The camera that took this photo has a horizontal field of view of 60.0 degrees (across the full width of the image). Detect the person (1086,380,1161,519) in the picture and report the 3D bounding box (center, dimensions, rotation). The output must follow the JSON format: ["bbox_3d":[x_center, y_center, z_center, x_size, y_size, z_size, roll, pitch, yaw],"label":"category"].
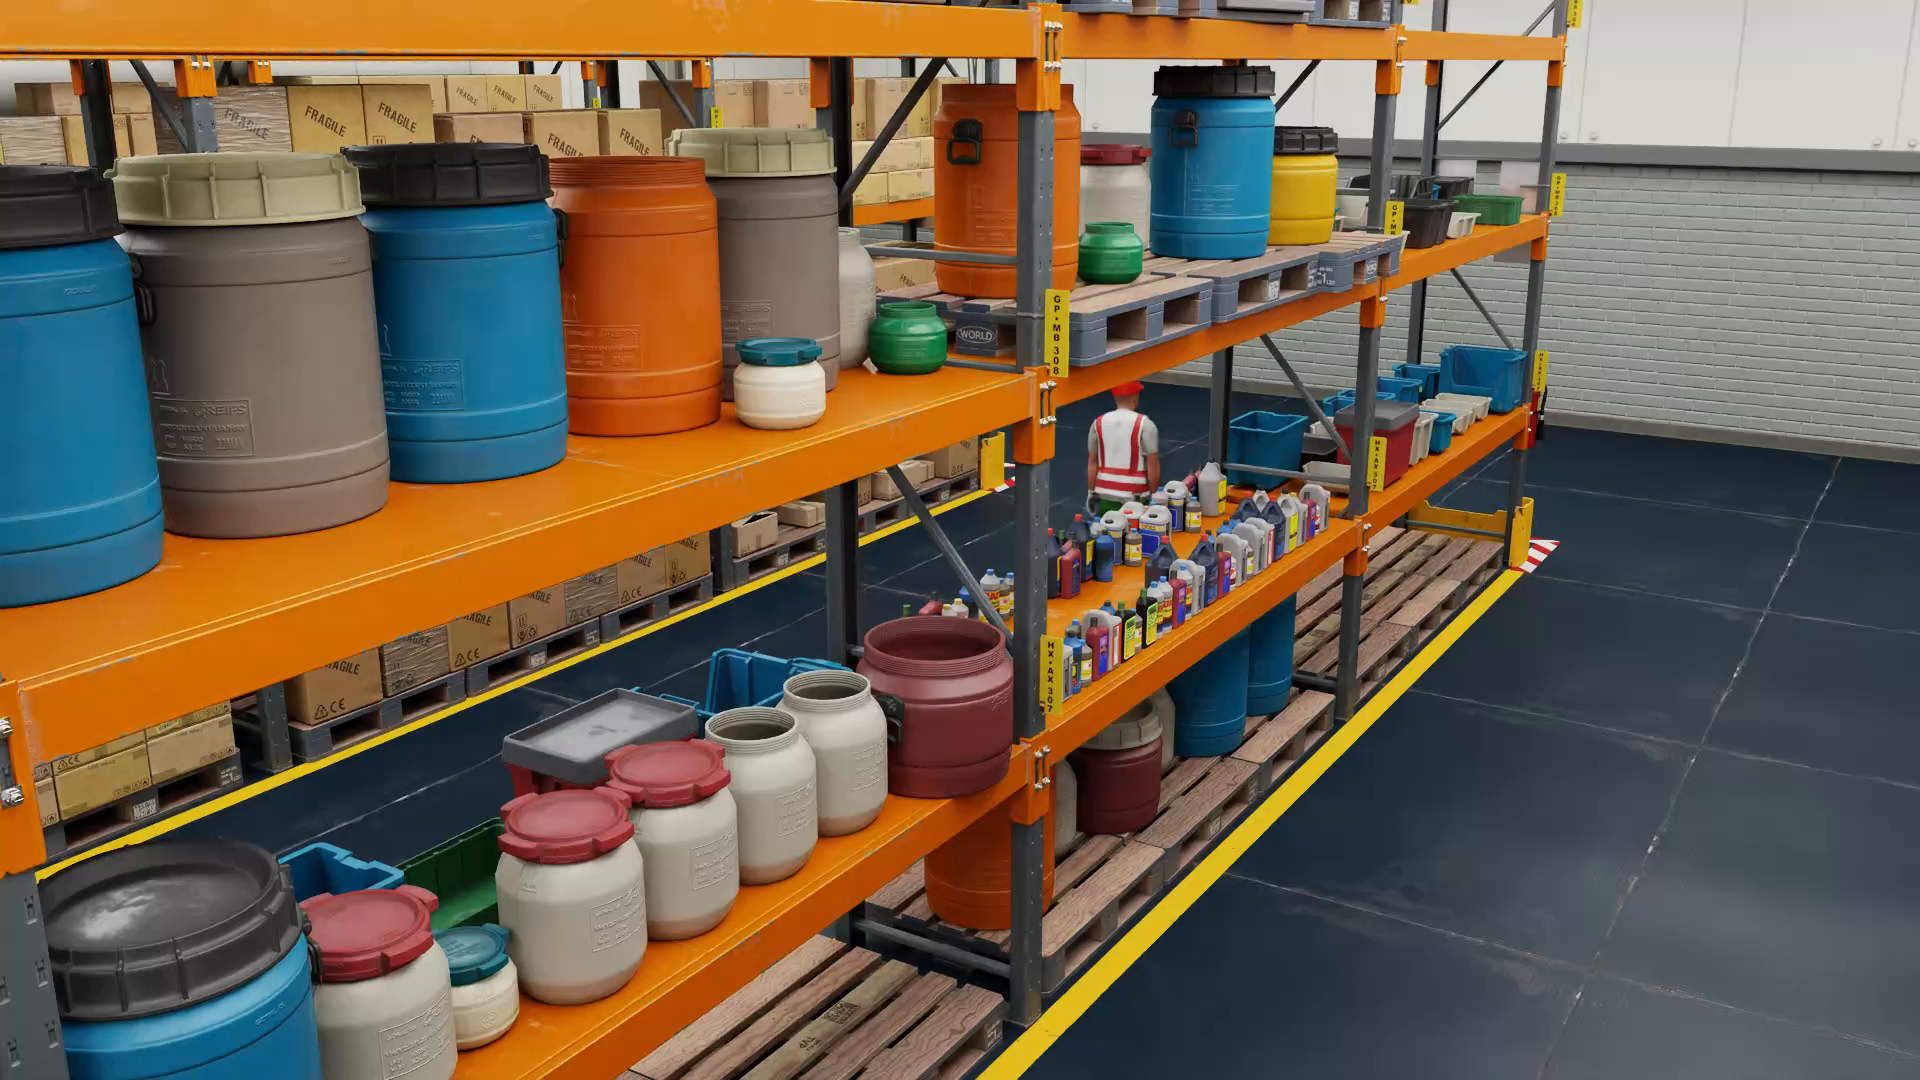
[{"bbox_3d":[1.152,-0.284,11.924,0.601,1.776,0.665,8,18,27],"label":"person"}]
